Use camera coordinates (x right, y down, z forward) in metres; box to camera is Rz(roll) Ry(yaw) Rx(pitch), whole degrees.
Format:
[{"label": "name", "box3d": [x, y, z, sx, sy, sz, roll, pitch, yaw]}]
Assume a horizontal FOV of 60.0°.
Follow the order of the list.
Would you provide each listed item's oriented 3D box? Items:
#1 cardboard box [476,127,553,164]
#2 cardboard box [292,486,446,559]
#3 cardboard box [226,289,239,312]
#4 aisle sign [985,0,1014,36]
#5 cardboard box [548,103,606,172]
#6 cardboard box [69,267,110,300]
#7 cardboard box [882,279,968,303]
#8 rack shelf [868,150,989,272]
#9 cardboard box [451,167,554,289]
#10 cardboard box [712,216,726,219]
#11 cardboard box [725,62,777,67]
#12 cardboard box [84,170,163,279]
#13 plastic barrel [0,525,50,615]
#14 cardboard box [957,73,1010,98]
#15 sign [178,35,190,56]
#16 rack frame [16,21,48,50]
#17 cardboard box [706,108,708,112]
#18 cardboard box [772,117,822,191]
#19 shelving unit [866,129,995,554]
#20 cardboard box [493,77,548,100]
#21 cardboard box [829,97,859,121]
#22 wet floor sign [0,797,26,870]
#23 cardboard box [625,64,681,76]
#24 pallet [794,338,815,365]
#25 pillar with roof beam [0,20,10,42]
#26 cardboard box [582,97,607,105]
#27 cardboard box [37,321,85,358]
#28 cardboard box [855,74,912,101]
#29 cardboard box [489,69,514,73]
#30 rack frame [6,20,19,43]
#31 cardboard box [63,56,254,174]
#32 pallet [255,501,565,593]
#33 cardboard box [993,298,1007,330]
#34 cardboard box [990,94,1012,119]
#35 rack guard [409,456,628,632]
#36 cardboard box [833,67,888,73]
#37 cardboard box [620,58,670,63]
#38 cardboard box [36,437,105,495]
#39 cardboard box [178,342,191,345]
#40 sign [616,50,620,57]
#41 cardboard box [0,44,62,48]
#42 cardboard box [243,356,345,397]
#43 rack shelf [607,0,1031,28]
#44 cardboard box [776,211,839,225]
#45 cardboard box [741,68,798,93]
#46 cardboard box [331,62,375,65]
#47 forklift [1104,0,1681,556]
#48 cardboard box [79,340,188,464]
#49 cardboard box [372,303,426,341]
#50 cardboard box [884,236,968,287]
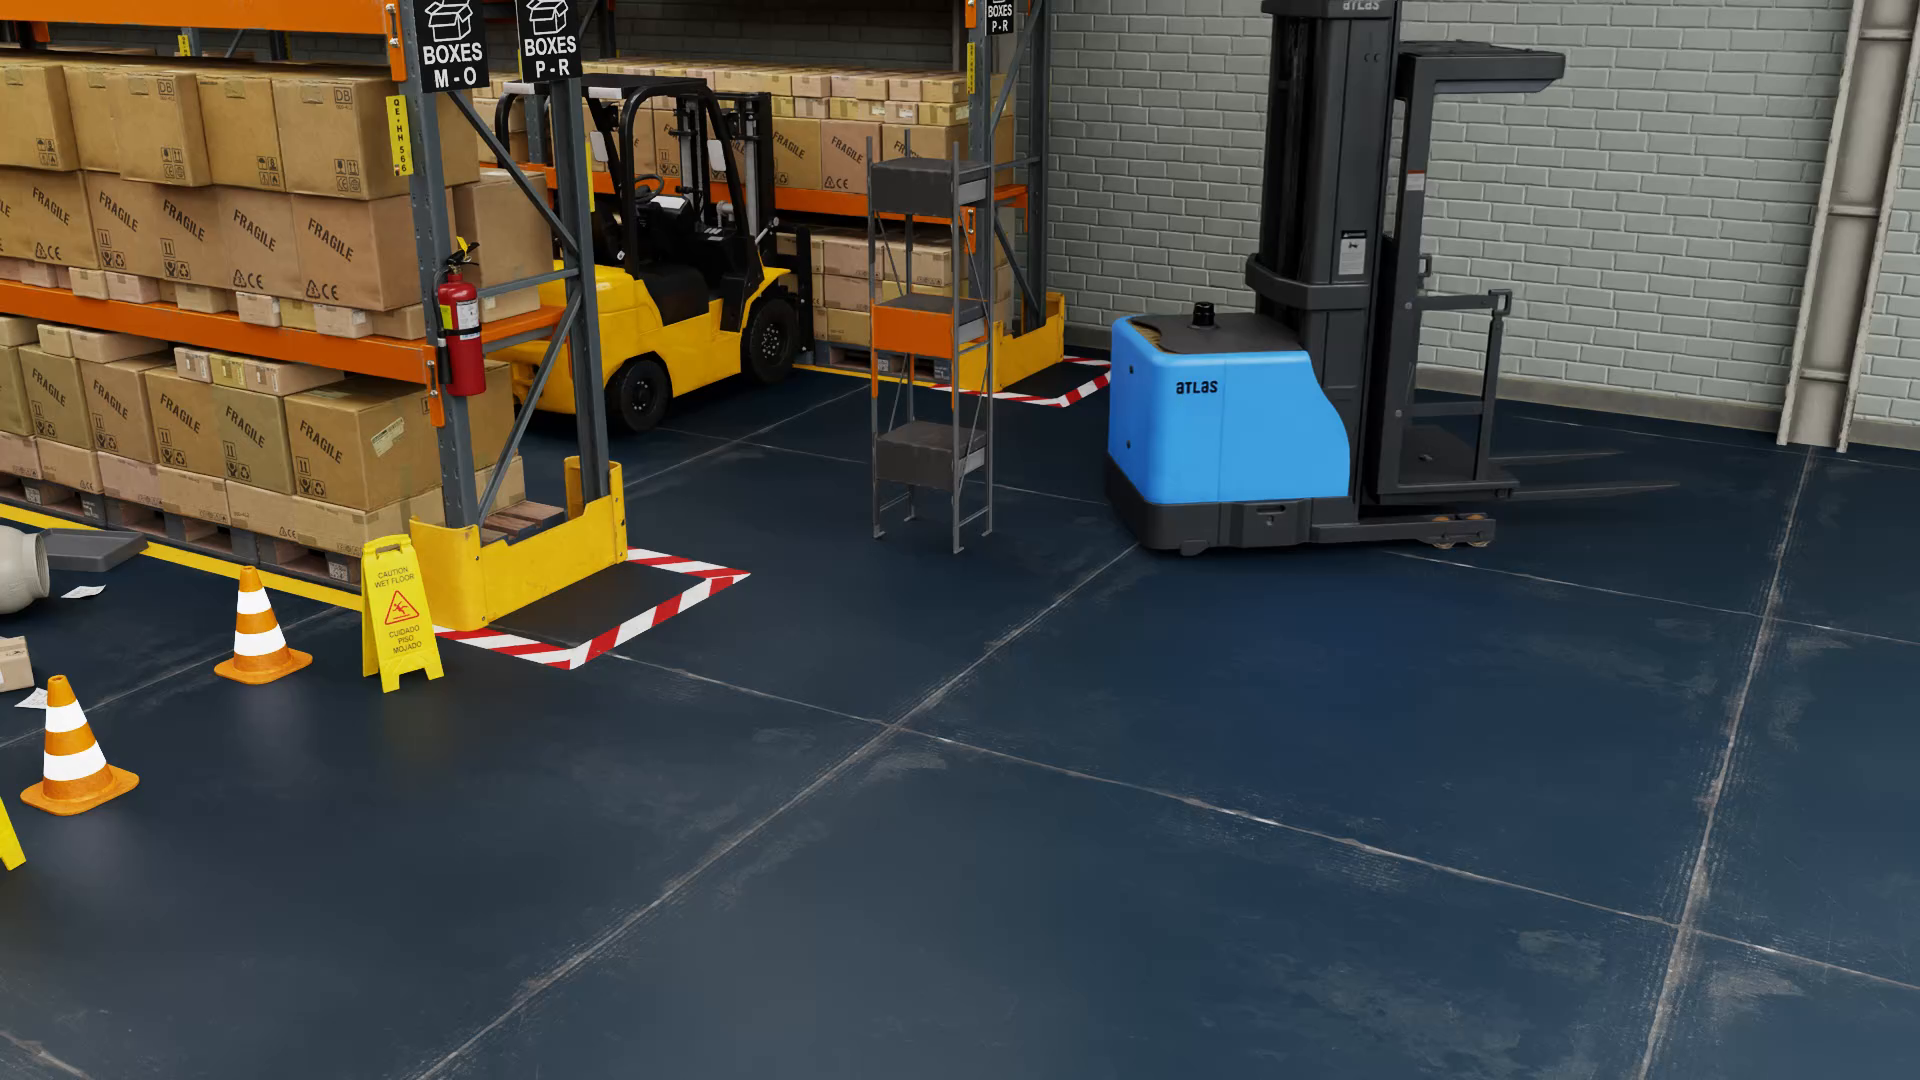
[{"label": "cardboard box", "box3d": [-3.707, -3.246, 13.636, 0.500, 0.250, 0.500, 11, 23, 29]}, {"label": "cardboard box", "box3d": [-2.923, -0.131, 8.243, 0.500, 0.250, 0.500, 11, 23, 27]}, {"label": "cardboard box", "box3d": [-3.379, -1.224, 8.210, 0.250, 0.149, 0.380, 11, 23, 28]}, {"label": "aisle sign", "box3d": [0.267, -3.770, 11.046, 0.004, 0.787, 0.394, 11, 23, 27]}, {"label": "cardboard box", "box3d": [-2.880, -3.206, 13.159, 0.500, 0.500, 0.500, 10, 22, 26]}, {"label": "cardboard box", "box3d": [-4.326, -1.351, 8.560, 0.250, 0.149, 0.380, 11, 23, 28]}, {"label": "cardboard box", "box3d": [-0.225, -1.774, 12.039, 0.500, 0.250, 0.500, 10, 22, 27]}, {"label": "rack shelf", "box3d": [-0.144, -1.660, 8.349, 0.480, 0.518, 0.431, 11, 23, 27]}, {"label": "cardboard box", "box3d": [-2.343, -1.516, 8.062, 0.500, 0.500, 0.500, 10, 22, 26]}, {"label": "cardboard box", "box3d": [-1.989, -2.345, 12.880, 0.500, 0.250, 0.500, 12, 23, 29]}, {"label": "cardboard box", "box3d": [-1.611, -3.617, 12.904, 0.250, 0.149, 0.380, 11, 22, 27]}, {"label": "cardboard box", "box3d": [-3.976, -1.621, 8.353, 0.500, 0.500, 0.500, 11, 23, 28]}, {"label": "plastic barrel", "box3d": [-4.607, 0.151, 7.828, 0.512, 0.421, 0.421, -7, 21, -20]}, {"label": "cardboard box", "box3d": [0.163, -3.257, 11.911, 0.250, 0.149, 0.380, 10, 22, 26]}, {"label": "sign", "box3d": [-6.888, -4.320, 14.794, 0.005, 0.325, 0.100, 11, 23, 27]}, {"label": "rack frame", "box3d": [-5.557, -1.833, 9.519, 0.127, 3.000, 1.000, 11, 23, 27]}, {"label": "cardboard box", "box3d": [-1.886, -3.310, 12.494, 0.250, 0.149, 0.380, 10, 22, 26]}, {"label": "cardboard box", "box3d": [-1.101, -2.871, 12.233, 0.500, 0.500, 0.500, 10, 22, 26]}, {"label": "shelving unit", "box3d": [-0.144, -1.015, 8.583, 0.503, 2.100, 0.431, 11, 23, 27]}, {"label": "cardboard box", "box3d": [-3.546, -3.654, 13.441, 0.250, 0.149, 0.380, 12, 23, 29]}, {"label": "cardboard box", "box3d": [-0.732, -3.112, 11.946, 0.250, 0.149, 0.380, 11, 22, 27]}, {"label": "wet floor sign", "box3d": [-3.400, 0.845, 5.589, 0.232, 0.644, 0.267, 7, 21, 18]}, {"label": "cardboard box", "box3d": [-2.332, -3.532, 12.668, 0.250, 0.149, 0.380, 11, 23, 28]}, {"label": "pallet", "box3d": [-1.397, -1.653, 13.112, 1.213, 0.211, 1.003, 11, 23, 27]}, {"label": "pillar with roof beam", "box3d": [-12.392, -6.564, 13.764, 0.400, 9.000, 9.100, 11, 23, 27]}, {"label": "cardboard box", "box3d": [-2.763, -3.489, 12.987, 0.250, 0.149, 0.380, 11, 23, 29]}, {"label": "cardboard box", "box3d": [-4.644, -1.093, 8.845, 0.250, 0.149, 0.380, 12, 23, 29]}, {"label": "cardboard box", "box3d": [-0.535, -3.202, 11.758, 0.250, 0.149, 0.380, 11, 23, 28]}, {"label": "cardboard box", "box3d": [-4.001, -3.924, 14.185, 0.250, 0.149, 0.380, 11, 22, 27]}, {"label": "rack frame", "box3d": [-10.124, -4.641, 17.262, 0.127, 3.000, 1.000, 11, 23, 27]}, {"label": "cardboard box", "box3d": [-3.919, -2.109, 8.232, 0.500, 0.500, 0.700, 11, 22, 27]}, {"label": "pallet", "box3d": [-2.823, -0.015, 8.597, 1.213, 0.211, 1.003, 11, 23, 27]}, {"label": "cardboard box", "box3d": [0.019, -1.690, 12.543, 0.500, 0.250, 0.500, 11, 23, 28]}, {"label": "cardboard box", "box3d": [0.183, -3.131, 12.001, 0.250, 0.149, 0.380, 10, 22, 26]}, {"label": "rack guard", "box3d": [-2.131, -0.005, 8.146, 0.348, 0.500, 1.175, 11, 23, 27]}, {"label": "cardboard box", "box3d": [-0.737, -3.432, 12.394, 0.250, 0.149, 0.380, 12, 23, 29]}, {"label": "cardboard box", "box3d": [-2.515, -3.786, 13.368, 0.250, 0.149, 0.380, 10, 22, 26]}, {"label": "cardboard box", "box3d": [-4.702, -0.474, 9.188, 0.500, 0.250, 0.500, 12, 23, 30]}, {"label": "cardboard box", "box3d": [-4.019, -0.903, 9.272, 0.500, 0.500, 0.500, 12, 23, 30]}, {"label": "sign", "box3d": [-2.870, -3.921, 13.889, 0.005, 0.325, 0.100, 11, 23, 27]}, {"label": "cardboard box", "box3d": [-9.358, -4.653, 16.530, 0.500, 0.500, 0.700, 11, 23, 28]}, {"label": "cardboard box", "box3d": [-3.245, -0.826, 8.110, 0.250, 0.149, 0.380, 12, 23, 29]}, {"label": "rack shelf", "box3d": [-1.394, -4.050, 12.288, 4.000, 0.370, 1.077, 11, 23, 27]}, {"label": "cardboard box", "box3d": [-1.288, -2.413, 13.067, 0.500, 0.250, 0.500, 10, 22, 26]}, {"label": "cardboard box", "box3d": [-1.405, -3.388, 12.271, 0.250, 0.149, 0.380, 11, 23, 28]}, {"label": "cardboard box", "box3d": [-5.521, -4.243, 15.065, 0.250, 0.149, 0.380, 10, 22, 26]}, {"label": "forklift", "box3d": [2.376, -1.506, 8.719, 3.031, 2.935, 1.130, -3, 20, -8]}, {"label": "cardboard box", "box3d": [-4.249, -0.739, 8.821, 0.500, 0.500, 0.500, 12, 23, 30]}, {"label": "cardboard box", "box3d": [-2.496, -1.048, 7.723, 0.250, 0.149, 0.380, 12, 23, 29]}, {"label": "cardboard box", "box3d": [-0.202, -2.004, 11.942, 0.500, 0.250, 0.500, 12, 23, 29]}]
